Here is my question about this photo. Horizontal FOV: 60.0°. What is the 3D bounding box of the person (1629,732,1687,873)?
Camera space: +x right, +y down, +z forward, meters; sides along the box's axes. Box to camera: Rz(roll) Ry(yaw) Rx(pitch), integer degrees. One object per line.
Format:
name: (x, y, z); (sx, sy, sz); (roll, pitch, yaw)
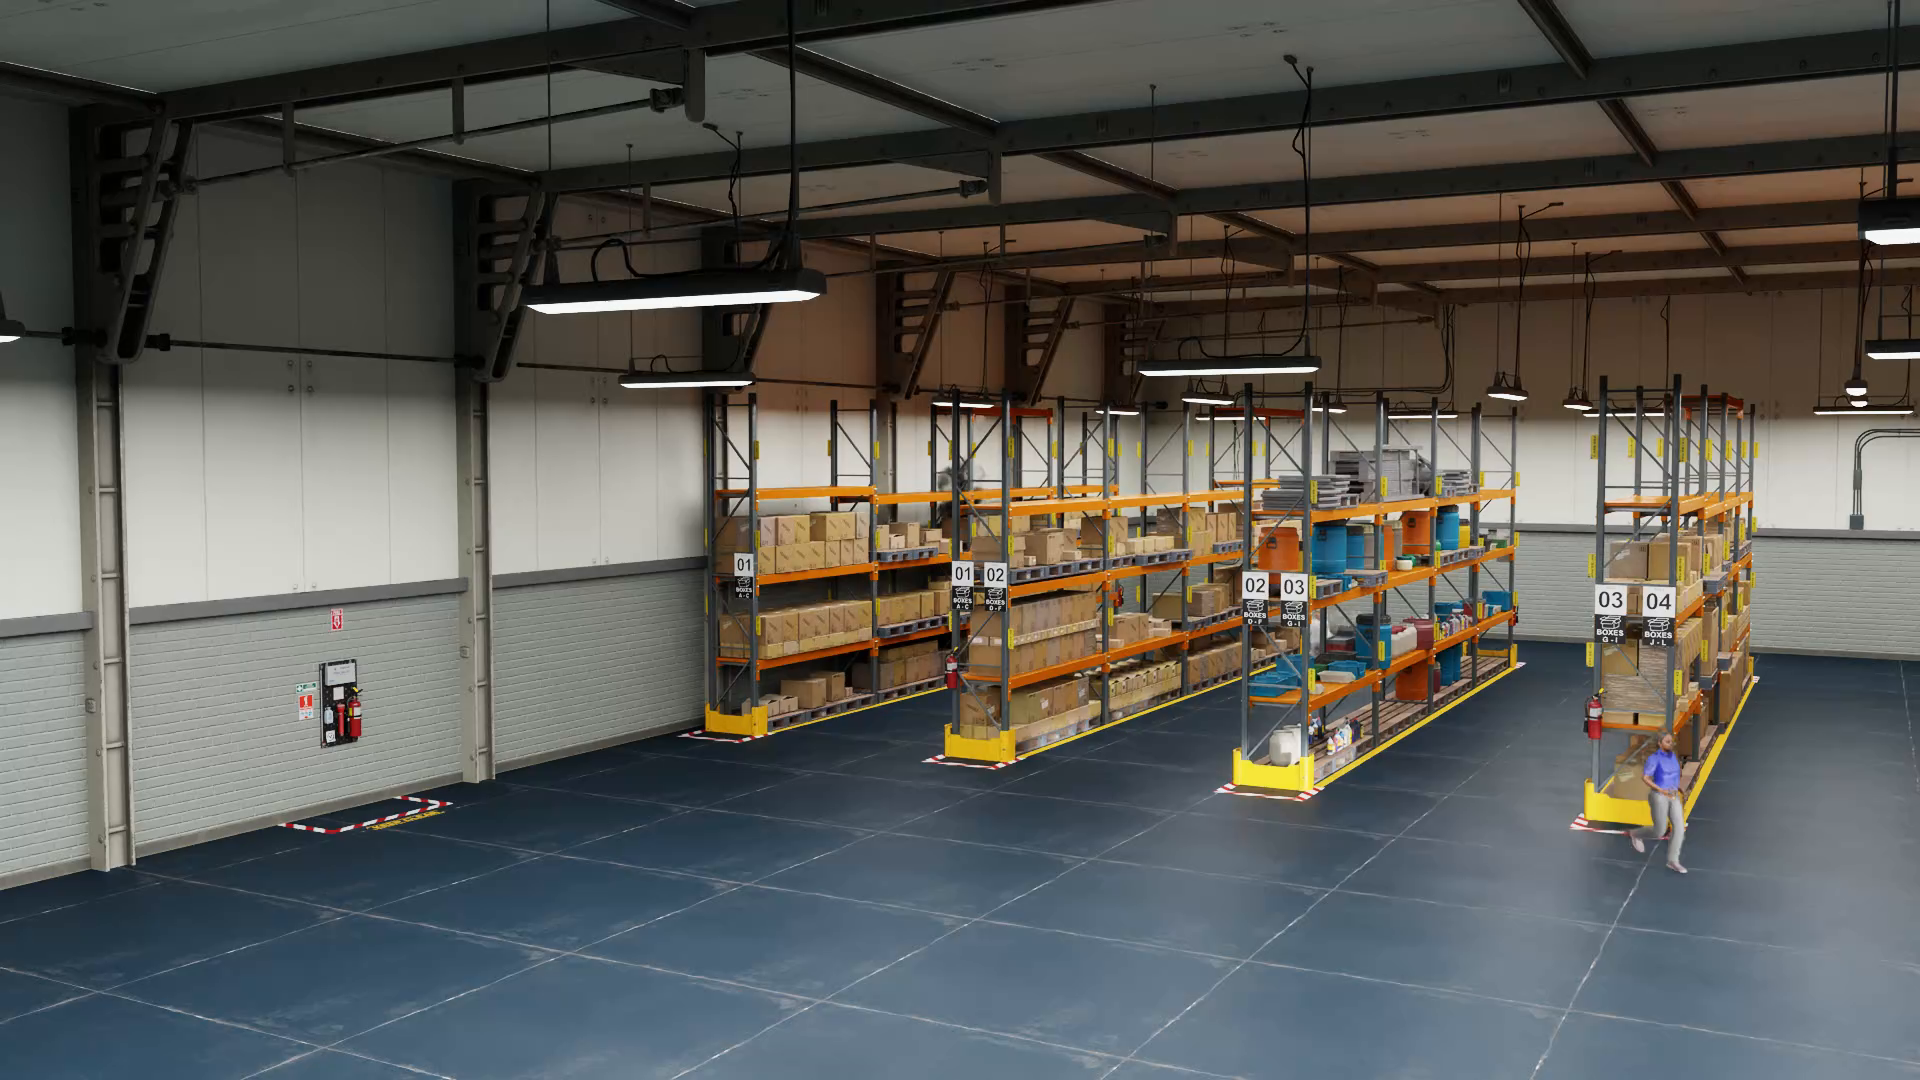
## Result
person: (8.435, 3.120, 19.983); (0.598, 1.626, 0.801); (-1, 3, -24)

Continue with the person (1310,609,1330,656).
person: (7.632, 2.238, 35.611); (0.579, 1.700, 0.685); (1, 3, 16)

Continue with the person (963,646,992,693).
person: (0.344, 2.472, 29.987); (0.686, 1.810, 0.987); (2, 3, 26)
